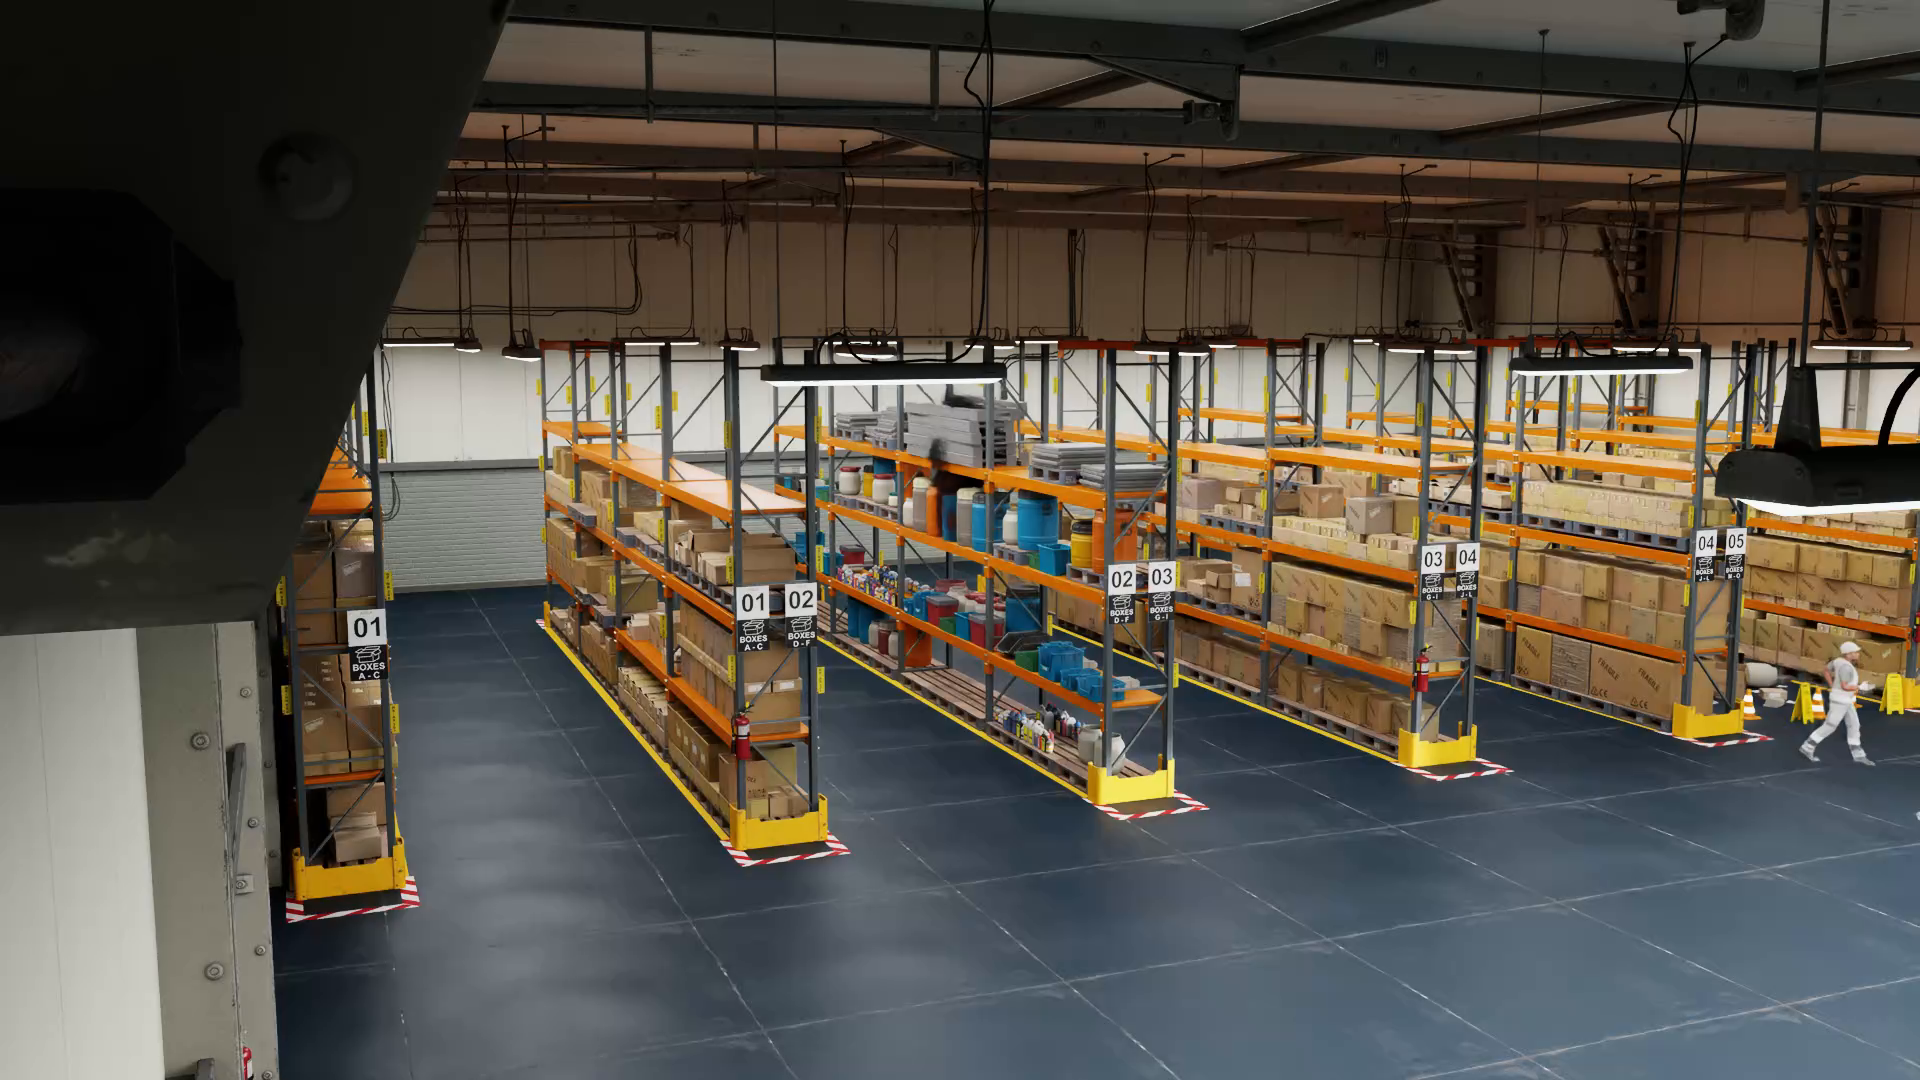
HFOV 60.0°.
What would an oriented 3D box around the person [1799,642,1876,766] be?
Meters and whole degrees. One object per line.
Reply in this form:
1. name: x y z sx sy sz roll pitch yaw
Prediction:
1. person: 12.586 2.328 23.756 0.992 1.785 0.609 4 9 29
